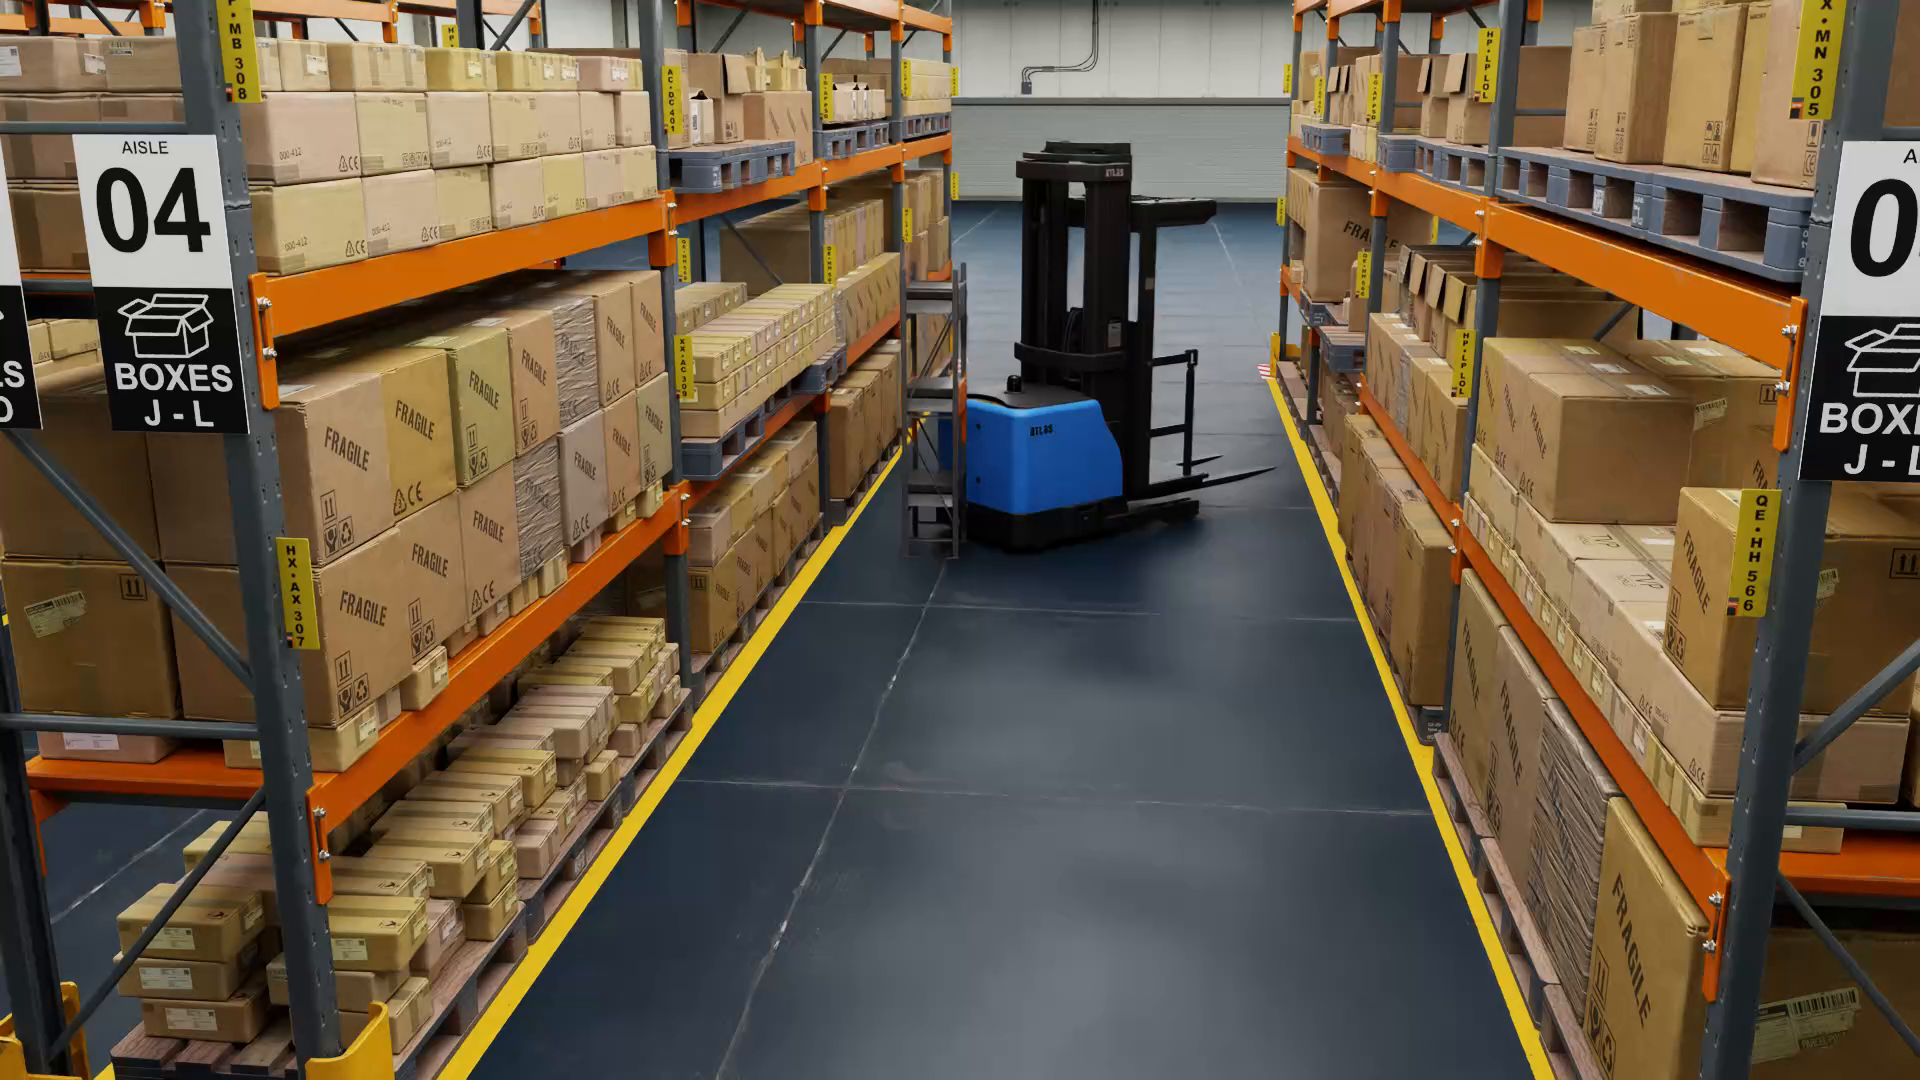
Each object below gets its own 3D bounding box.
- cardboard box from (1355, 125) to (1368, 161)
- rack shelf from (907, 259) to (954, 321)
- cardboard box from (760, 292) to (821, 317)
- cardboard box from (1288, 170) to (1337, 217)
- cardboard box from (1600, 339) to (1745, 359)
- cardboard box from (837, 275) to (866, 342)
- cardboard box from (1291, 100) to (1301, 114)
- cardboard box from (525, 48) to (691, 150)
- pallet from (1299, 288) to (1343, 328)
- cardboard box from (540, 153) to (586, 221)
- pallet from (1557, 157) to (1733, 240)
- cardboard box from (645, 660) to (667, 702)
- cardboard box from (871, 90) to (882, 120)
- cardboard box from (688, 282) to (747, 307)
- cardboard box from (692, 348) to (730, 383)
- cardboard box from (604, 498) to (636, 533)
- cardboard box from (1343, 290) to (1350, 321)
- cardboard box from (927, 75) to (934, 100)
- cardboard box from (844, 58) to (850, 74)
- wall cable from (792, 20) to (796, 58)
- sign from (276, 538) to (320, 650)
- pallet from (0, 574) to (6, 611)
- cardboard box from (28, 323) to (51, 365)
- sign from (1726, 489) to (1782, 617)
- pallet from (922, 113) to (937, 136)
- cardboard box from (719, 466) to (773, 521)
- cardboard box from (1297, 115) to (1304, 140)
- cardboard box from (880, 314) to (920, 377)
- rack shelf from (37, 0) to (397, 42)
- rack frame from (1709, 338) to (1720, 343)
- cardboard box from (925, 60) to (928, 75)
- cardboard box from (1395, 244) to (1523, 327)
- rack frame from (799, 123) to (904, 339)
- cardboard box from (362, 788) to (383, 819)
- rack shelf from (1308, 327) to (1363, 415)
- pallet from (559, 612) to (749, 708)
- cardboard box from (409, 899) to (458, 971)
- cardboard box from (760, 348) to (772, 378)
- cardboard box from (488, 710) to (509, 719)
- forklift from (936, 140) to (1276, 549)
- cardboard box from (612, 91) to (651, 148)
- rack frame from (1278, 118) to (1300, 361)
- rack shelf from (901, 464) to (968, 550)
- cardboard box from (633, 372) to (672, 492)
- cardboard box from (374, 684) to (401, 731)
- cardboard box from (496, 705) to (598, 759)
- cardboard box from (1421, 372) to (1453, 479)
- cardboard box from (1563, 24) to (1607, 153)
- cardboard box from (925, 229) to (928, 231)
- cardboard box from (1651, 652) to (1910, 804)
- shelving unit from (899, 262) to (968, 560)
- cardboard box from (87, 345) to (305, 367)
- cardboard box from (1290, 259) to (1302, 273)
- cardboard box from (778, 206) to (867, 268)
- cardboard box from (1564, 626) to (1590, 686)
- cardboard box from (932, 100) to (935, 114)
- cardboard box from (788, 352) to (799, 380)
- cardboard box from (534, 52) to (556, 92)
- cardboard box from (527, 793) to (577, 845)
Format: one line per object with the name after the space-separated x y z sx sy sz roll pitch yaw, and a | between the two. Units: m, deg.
3.261 -2.983 12.489 0.500 0.250 0.500 2 15 6 | cardboard box
-0.831 -2.729 18.387 1.077 0.370 4.000 2 15 6 | rack shelf
-1.168 -1.615 11.426 0.380 0.149 0.250 2 15 8 | cardboard box
3.915 -3.833 18.415 0.500 0.500 0.500 2 15 6 | cardboard box
3.171 -0.617 7.477 0.500 0.500 0.500 2 15 8 | cardboard box
-1.077 -1.940 13.897 0.500 0.500 0.500 2 15 6 | cardboard box
3.925 -4.862 18.673 0.380 0.149 0.250 2 15 7 | cardboard box
-1.807 -2.277 8.593 0.700 0.500 0.500 2 15 6 | cardboard box
3.629 -2.099 15.045 1.003 0.211 1.213 2 15 6 | pallet
-1.871 -1.462 6.864 0.500 0.250 0.500 2 15 6 | cardboard box
2.715 -1.188 5.733 1.003 0.211 1.213 2 15 6 | pallet
-1.697 0.709 8.382 0.380 0.149 0.250 1 15 4 | cardboard box
-0.977 -3.858 14.726 0.500 0.250 0.500 2 15 6 | cardboard box
-1.753 -1.774 12.012 0.380 0.149 0.250 2 15 6 | cardboard box
-1.458 -0.940 8.929 0.380 0.149 0.250 2 15 9 | cardboard box
-1.769 -0.143 7.926 0.380 0.149 0.250 2 15 8 | cardboard box
3.329 -1.926 13.492 0.396 0.266 0.258 1 15 5 | cardboard box
-0.555 -4.839 17.788 0.500 0.250 0.500 2 15 7 | cardboard box
-1.303 -4.690 16.472 0.380 0.149 0.250 2 15 6 | cardboard box
-3.722 -15.967 50.746 3.097 2.526 0.112 2 15 6 | wall cable
-1.872 0.153 4.692 0.100 0.325 0.005 2 15 6 | sign
-6.742 0.224 11.429 1.003 0.211 1.213 2 15 6 | pallet
-6.390 -1.275 10.958 0.500 0.250 0.500 1 15 5 | cardboard box
1.969 0.034 4.118 0.100 0.325 0.005 2 15 6 | sign
-0.814 -4.490 17.945 1.003 0.211 1.213 2 15 6 | pallet
-1.494 -0.295 10.554 0.500 0.250 0.500 2 15 8 | cardboard box
3.889 -4.419 17.798 0.500 0.250 0.500 2 15 6 | cardboard box
-0.916 -1.896 17.192 0.875 0.875 0.875 2 15 7 | cardboard box
-6.212 -4.514 14.261 1.077 0.370 4.000 2 15 6 | rack shelf
9.233 -3.277 19.034 1.000 3.000 0.127 2 15 6 | rack frame
-0.536 -4.935 17.377 0.380 0.149 0.250 2 15 6 | cardboard box
3.310 -1.691 11.057 0.797 0.503 0.637 2 15 8 | cardboard box
-1.057 -2.558 16.374 1.000 3.000 0.127 2 15 6 | rack frame
-2.547 1.025 6.642 0.380 0.149 0.250 2 15 8 | cardboard box
3.635 -1.519 13.913 1.077 0.370 4.000 2 15 6 | rack shelf
-1.873 0.661 9.812 1.003 0.211 1.213 2 15 6 | pallet
-2.010 1.387 5.874 0.380 0.149 0.250 2 15 6 | cardboard box
-1.345 -1.068 9.973 0.380 0.149 0.250 2 15 9 | cardboard box
-2.283 0.834 7.918 0.380 0.149 0.250 1 15 3 | cardboard box
1.285 -1.639 13.107 3.031 2.935 1.130 -12 19 -37 | forklift
-1.759 -1.973 7.793 0.500 0.250 0.500 1 15 4 | cardboard box
4.312 -3.423 19.574 1.000 3.000 0.127 2 15 6 | rack frame
-0.184 -0.249 12.294 0.431 0.518 0.480 2 15 7 | rack shelf
-1.733 -0.541 8.154 0.500 0.500 0.500 2 15 6 | cardboard box
-2.061 0.534 5.421 0.380 0.149 0.250 2 15 8 | cardboard box
-1.815 0.844 7.312 0.380 0.149 0.250 1 15 4 | cardboard box
2.802 -0.616 9.003 0.500 0.500 0.500 2 15 8 | cardboard box
2.929 -1.853 6.834 0.700 0.500 0.500 1 15 3 | cardboard box
-0.830 -3.285 18.777 0.875 0.550 0.550 2 15 6 | cardboard box
2.297 0.522 4.702 0.500 0.250 0.500 1 15 5 | cardboard box
-0.184 -0.938 12.108 0.431 2.100 0.503 2 15 7 | shelving unit
-2.549 -0.377 5.634 0.500 0.500 0.500 1 15 4 | cardboard box
3.952 -3.106 18.883 0.380 0.149 0.250 2 15 6 | cardboard box
-1.220 -2.695 14.776 0.700 0.500 0.500 2 15 7 | cardboard box
2.362 0.414 5.866 0.380 0.149 0.250 2 15 6 | cardboard box
-0.479 -4.681 17.966 0.380 0.149 0.250 2 15 7 | cardboard box
-1.257 -1.128 10.763 0.380 0.149 0.250 2 15 8 | cardboard box
-1.843 -1.867 6.639 0.380 0.149 0.250 2 15 6 | cardboard box
-1.872 1.200 7.135 0.380 0.149 0.250 2 15 6 | cardboard box
